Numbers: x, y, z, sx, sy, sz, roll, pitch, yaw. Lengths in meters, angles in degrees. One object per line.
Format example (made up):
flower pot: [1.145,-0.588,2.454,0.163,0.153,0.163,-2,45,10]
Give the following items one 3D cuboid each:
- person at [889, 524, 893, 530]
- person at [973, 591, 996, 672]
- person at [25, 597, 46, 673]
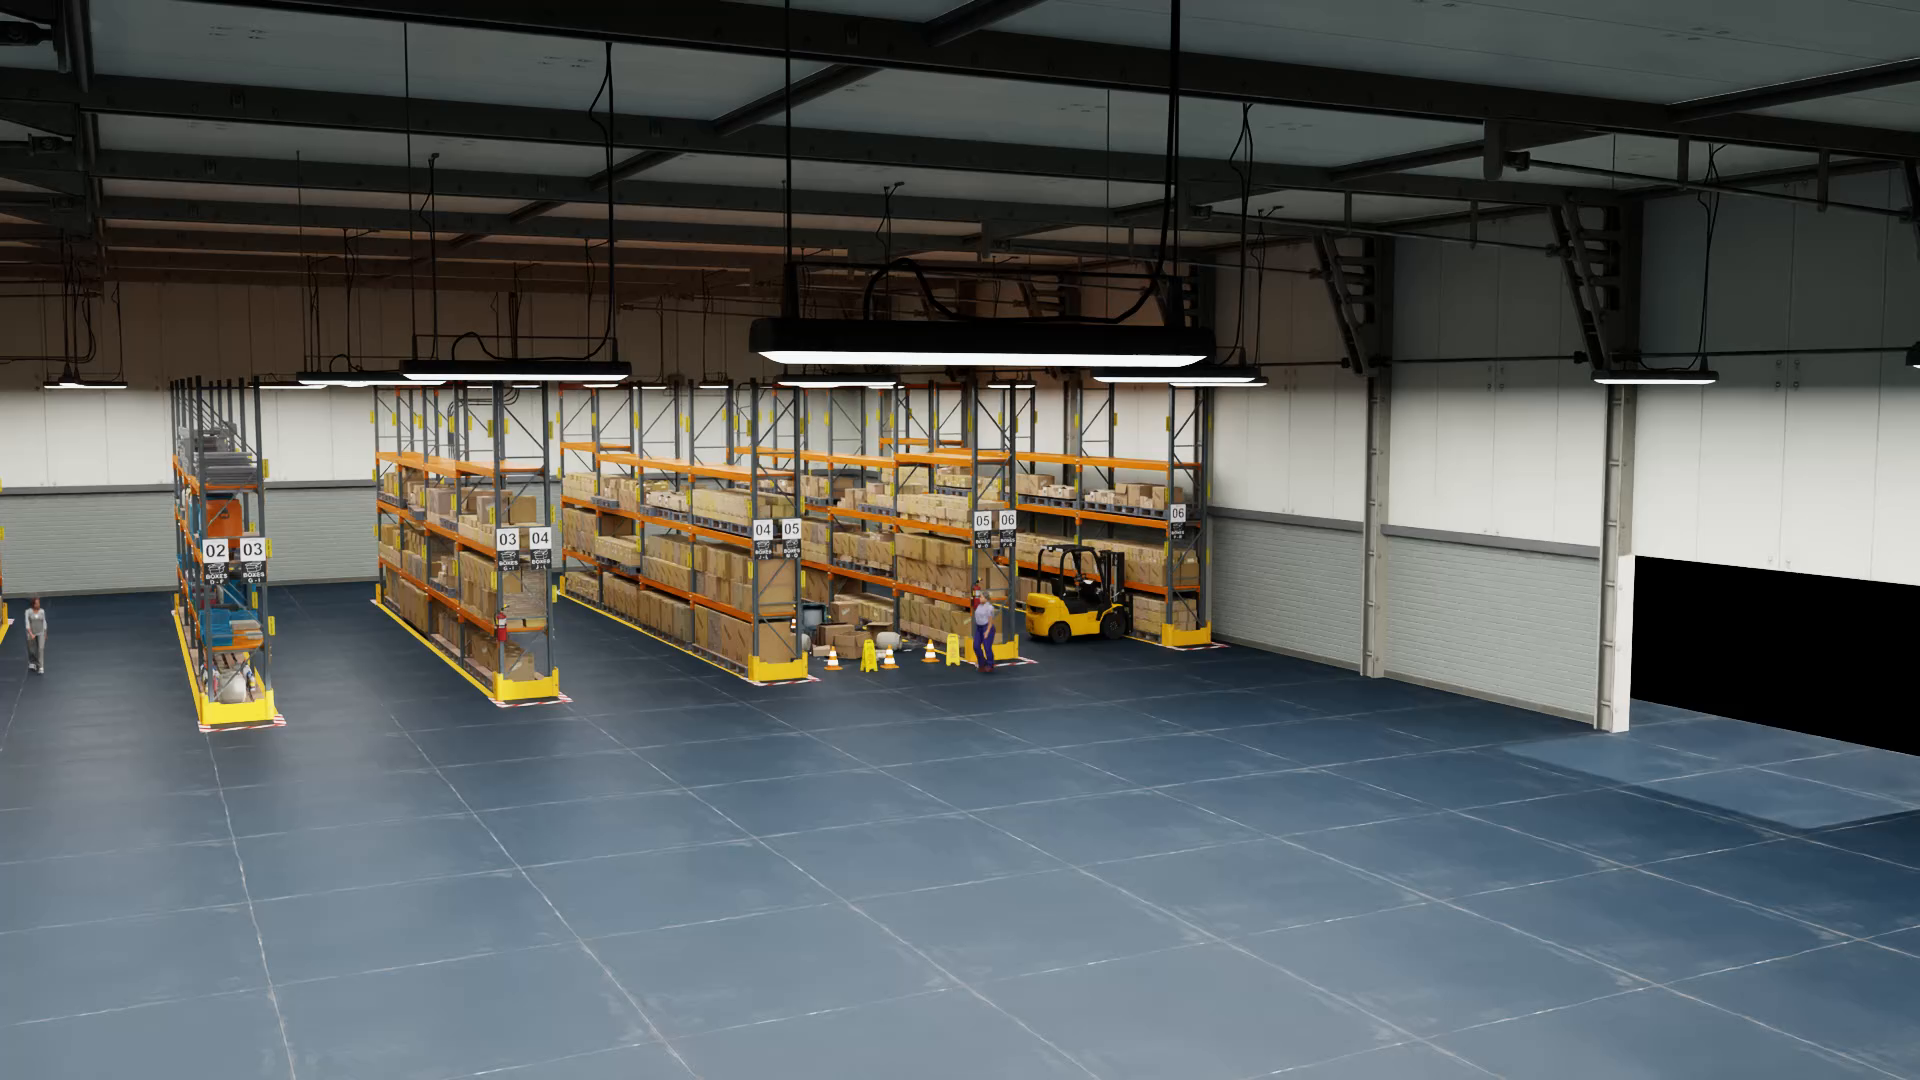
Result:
person: [-1.928,0.373,47.533,0.529,1.674,0.431,-4,7,-39]
person: [0.514,1.915,34.017,0.382,1.745,0.521,-4,6,-35]
person: [-18.873,1.932,33.991,0.404,1.519,0.959,-4,6,-36]
